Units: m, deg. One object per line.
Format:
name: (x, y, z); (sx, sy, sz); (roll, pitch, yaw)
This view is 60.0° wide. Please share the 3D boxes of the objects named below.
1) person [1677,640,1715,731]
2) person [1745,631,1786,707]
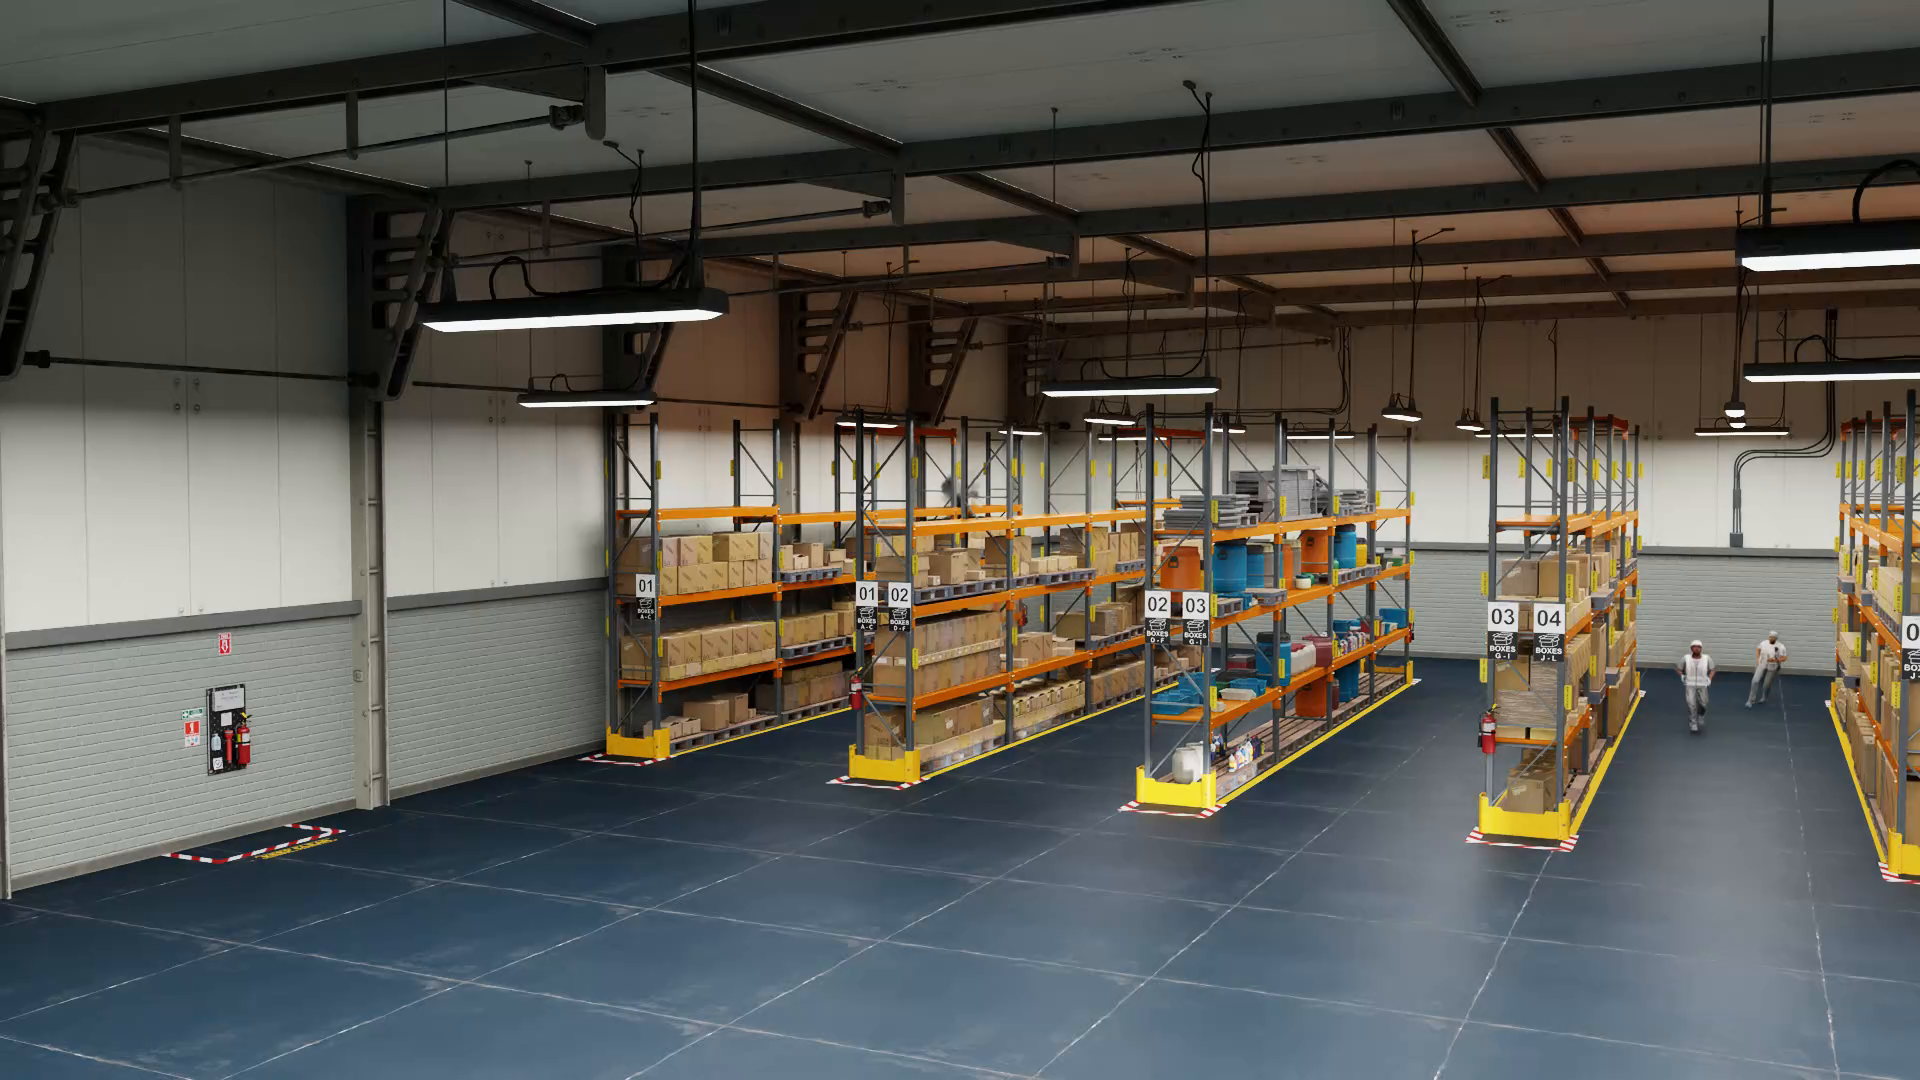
person: (14.107, 2.793, 31.877); (0.678, 1.733, 0.569); (1, 3, 22)
person: (17.141, 2.726, 35.259); (0.704, 1.630, 0.848); (2, 3, 40)
